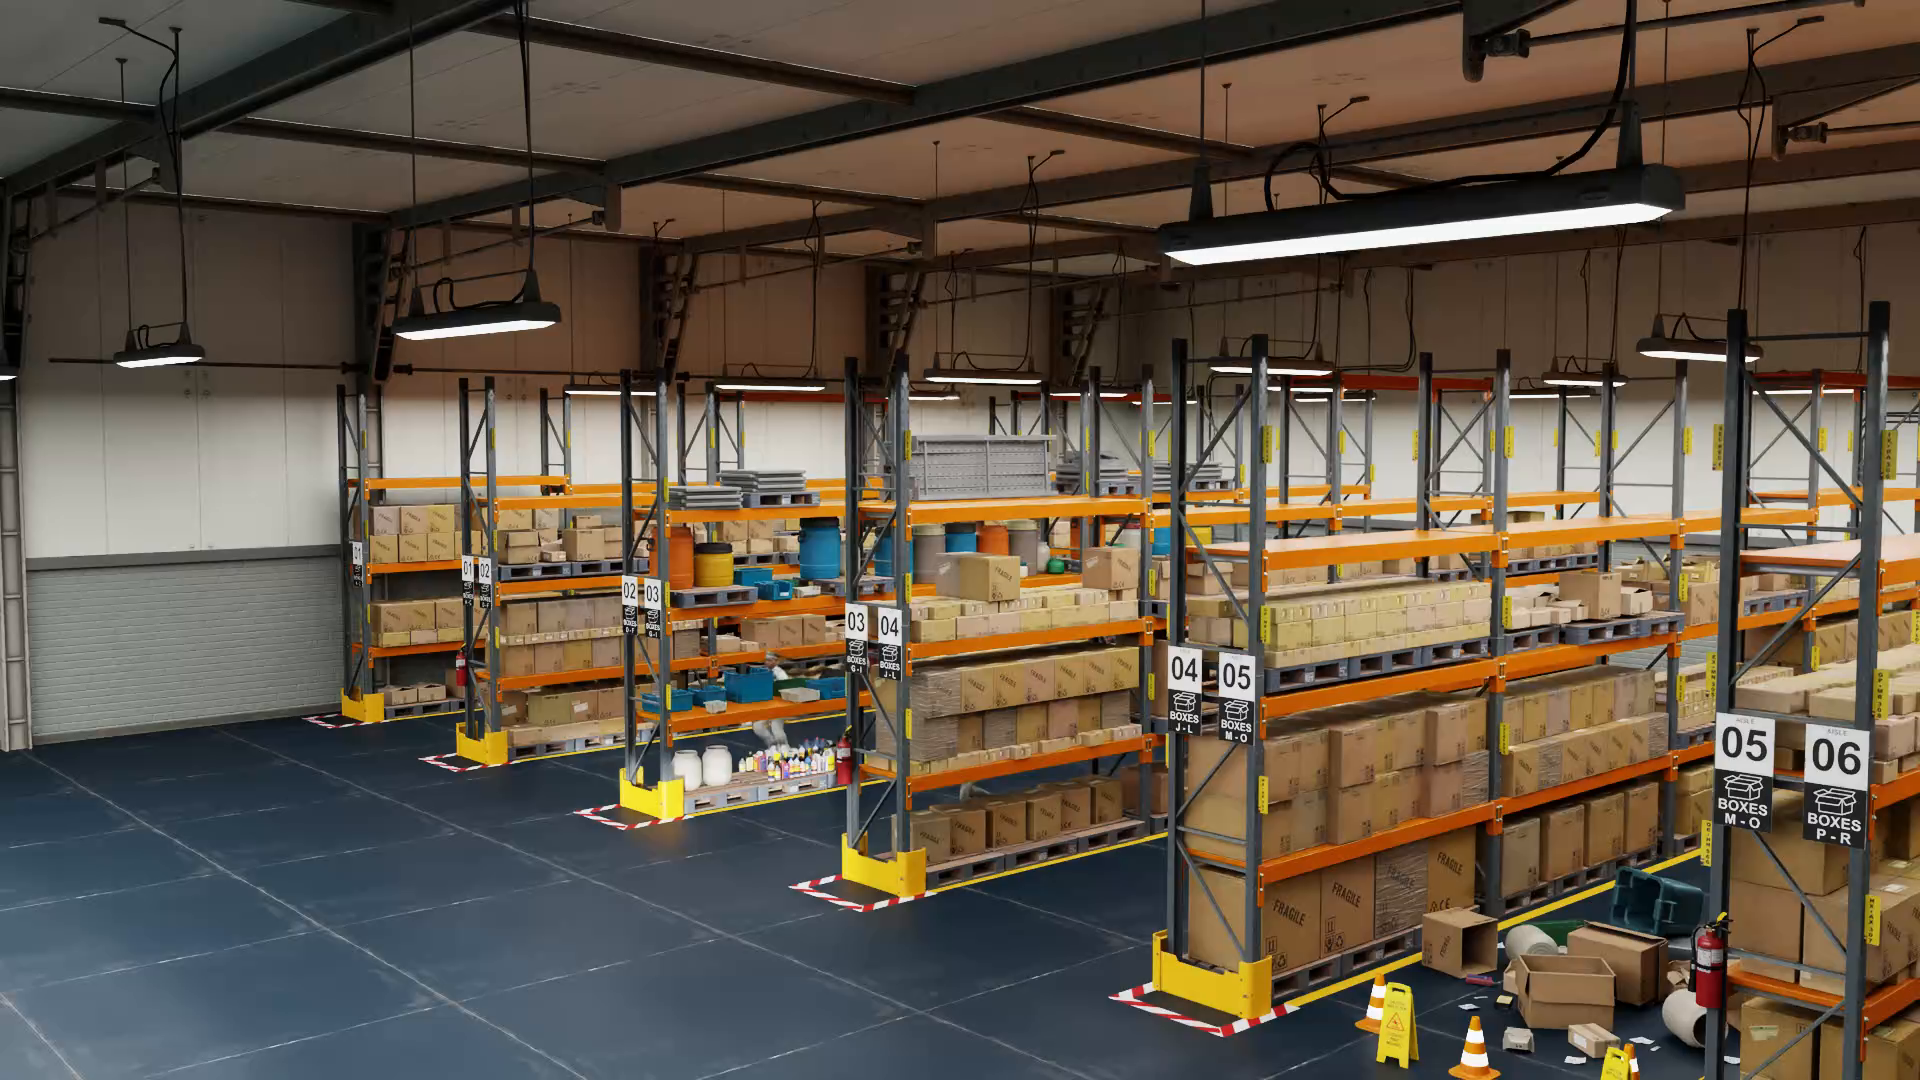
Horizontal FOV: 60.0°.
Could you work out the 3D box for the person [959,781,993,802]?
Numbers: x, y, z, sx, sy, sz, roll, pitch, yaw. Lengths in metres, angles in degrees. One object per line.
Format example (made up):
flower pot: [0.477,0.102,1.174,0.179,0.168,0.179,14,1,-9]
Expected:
person: [0.151,2.903,21.669,0.630,1.661,0.938,4,5,43]

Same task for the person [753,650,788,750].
person: [-2.966,2.581,25.962,0.637,1.738,0.724,2,5,34]
